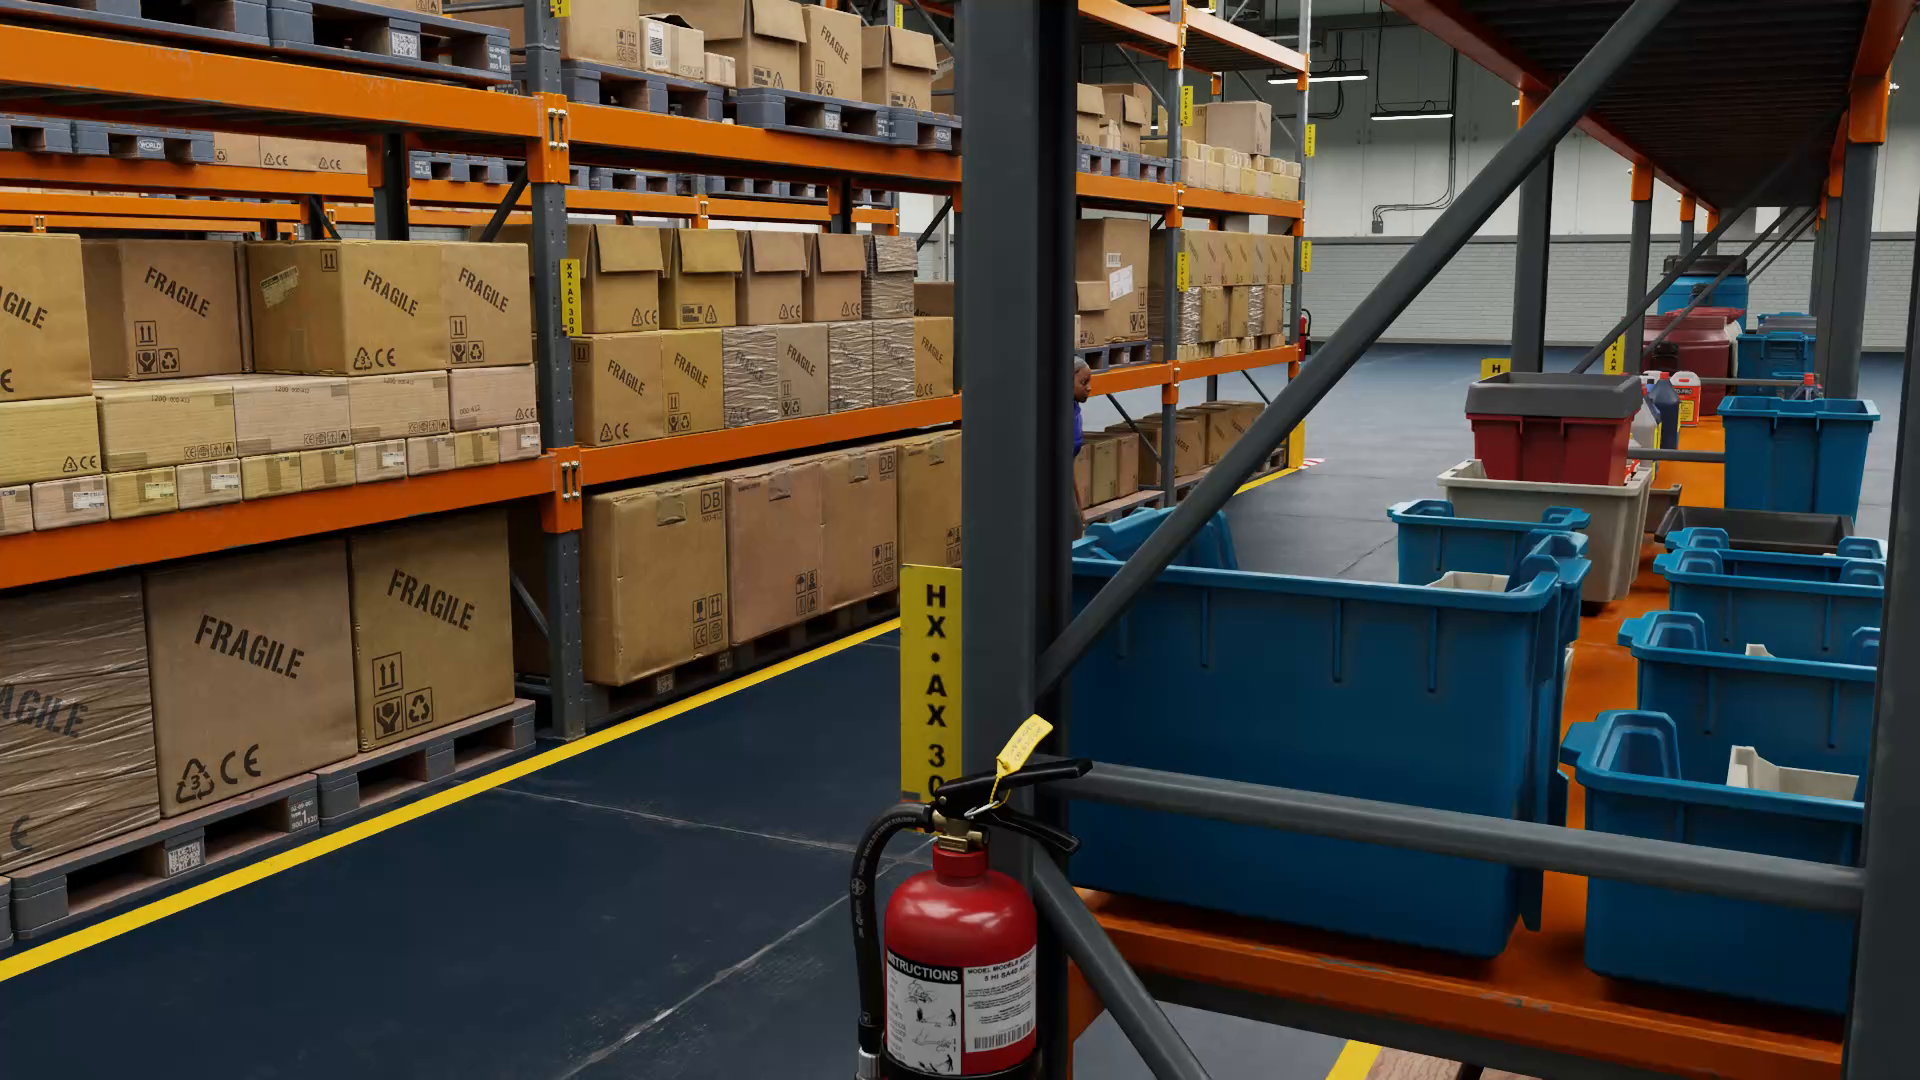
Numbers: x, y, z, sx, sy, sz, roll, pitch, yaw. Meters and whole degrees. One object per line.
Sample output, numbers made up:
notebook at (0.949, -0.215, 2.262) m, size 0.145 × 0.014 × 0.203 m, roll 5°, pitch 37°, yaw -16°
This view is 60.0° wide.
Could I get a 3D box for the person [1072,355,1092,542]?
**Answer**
person at (0.518, -0.147, 8.793) m, size 0.348 × 1.655 × 0.527 m, roll 4°, pitch 10°, yaw 25°
